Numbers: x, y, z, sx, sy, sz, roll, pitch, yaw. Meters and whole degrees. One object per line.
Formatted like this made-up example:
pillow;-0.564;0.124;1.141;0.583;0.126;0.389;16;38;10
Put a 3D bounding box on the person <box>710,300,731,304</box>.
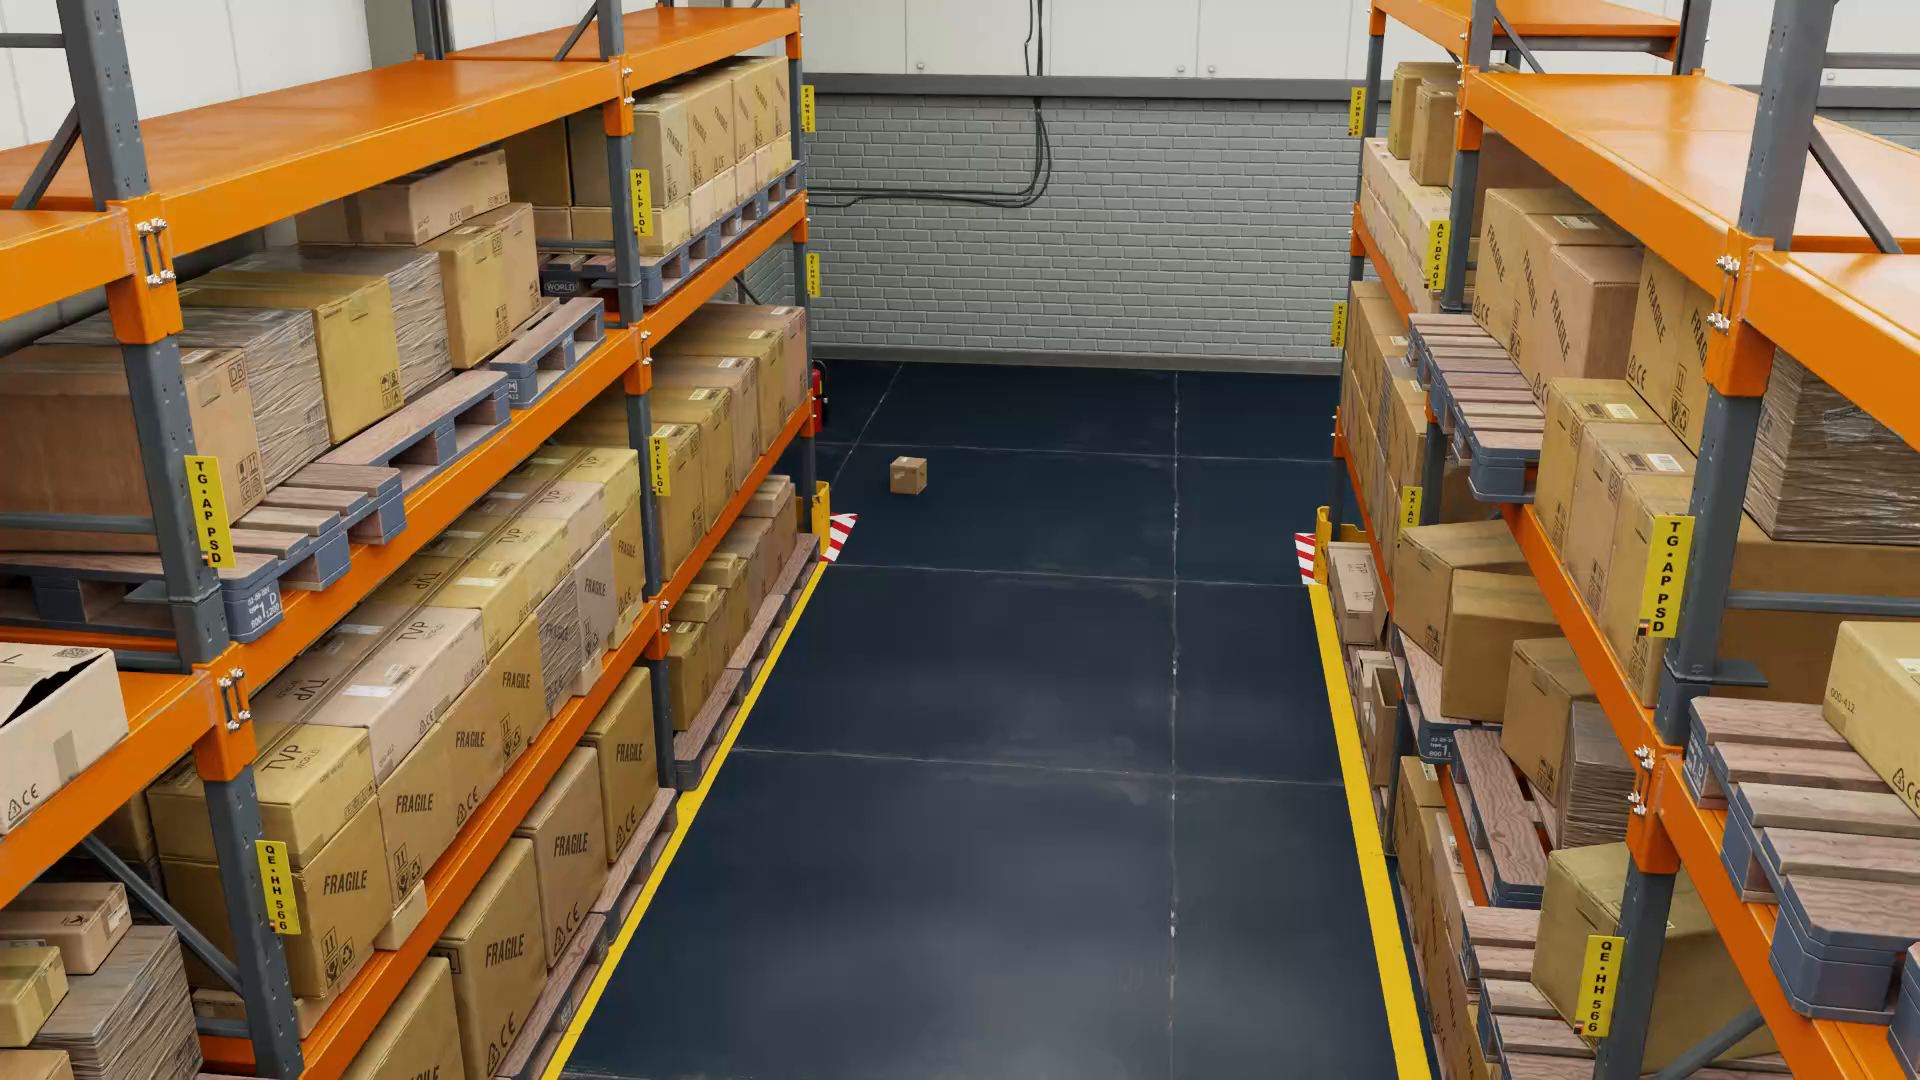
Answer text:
person;-2.000;-1.171;14.117;0.374;1.762;0.485;2;21;5
